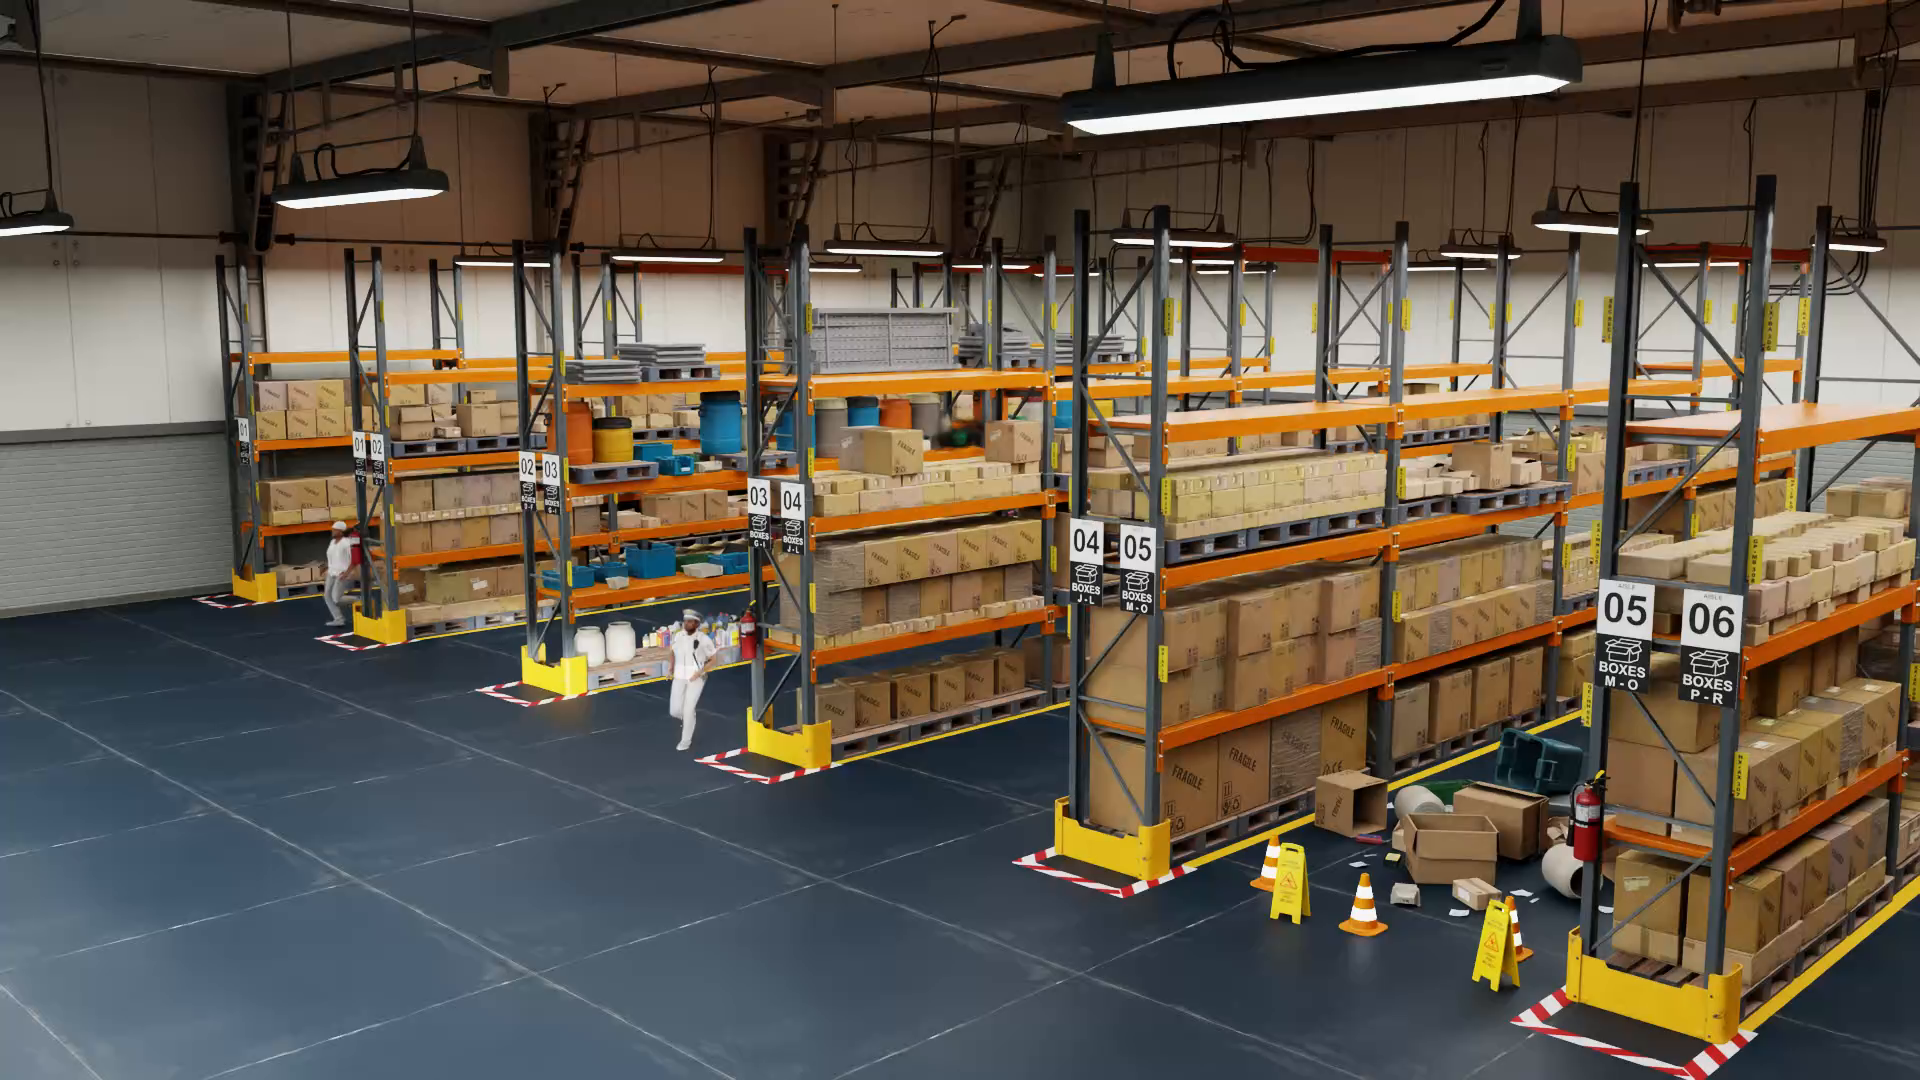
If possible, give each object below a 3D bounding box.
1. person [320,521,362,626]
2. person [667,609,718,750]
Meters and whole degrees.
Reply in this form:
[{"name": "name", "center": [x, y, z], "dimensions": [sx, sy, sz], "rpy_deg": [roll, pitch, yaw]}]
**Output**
[{"name": "person", "center": [-9.942, 0.533, 26.789], "dimensions": [0.743, 1.706, 0.626], "rpy_deg": [6, 10, 36]}, {"name": "person", "center": [-3.127, 1.606, 19.506], "dimensions": [0.601, 1.663, 0.551], "rpy_deg": [3, 8, 18]}]
